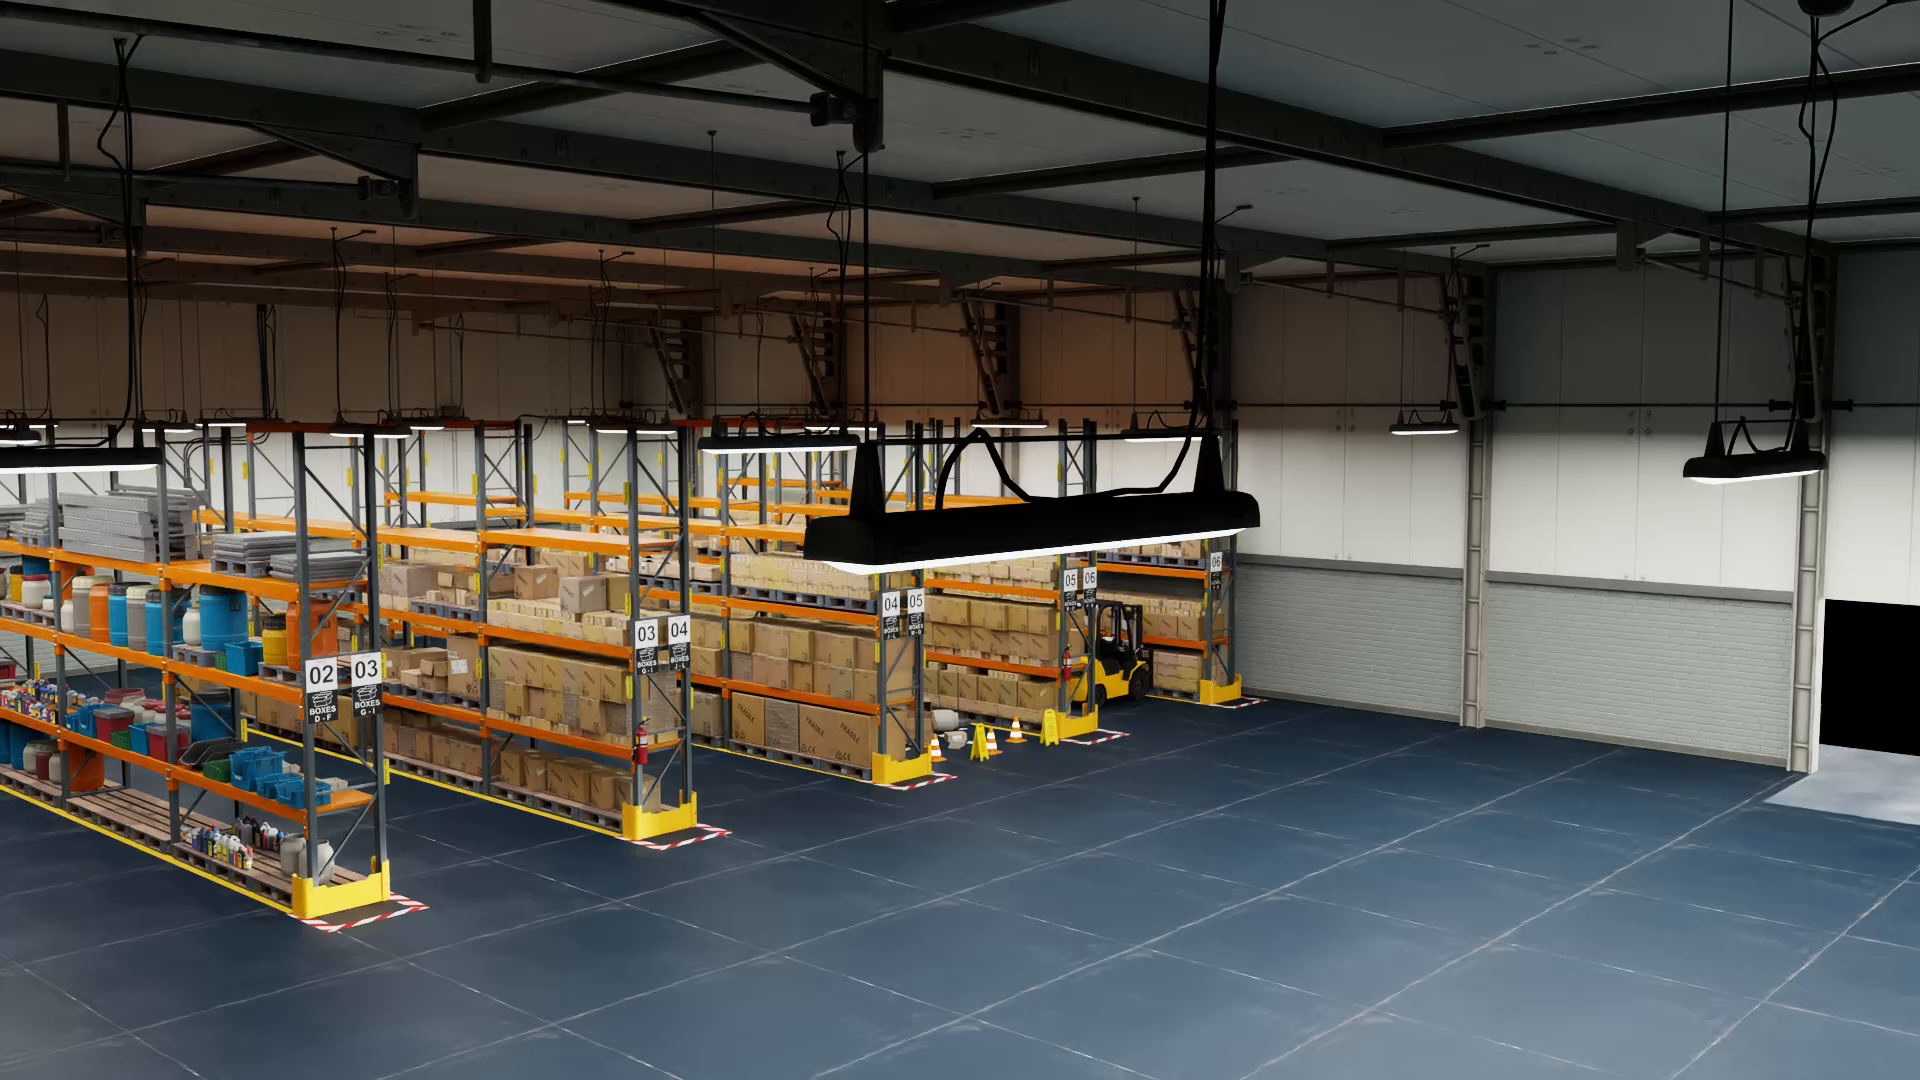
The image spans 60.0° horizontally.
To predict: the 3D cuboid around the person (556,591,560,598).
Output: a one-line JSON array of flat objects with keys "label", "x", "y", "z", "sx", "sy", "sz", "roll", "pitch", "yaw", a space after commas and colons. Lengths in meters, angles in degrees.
[{"label": "person", "x": -10.786, "y": 1.888, "z": 43.627, "sx": 0.596, "sy": 1.754, "sz": 0.927, "roll": 2, "pitch": 5, "yaw": 21}]
